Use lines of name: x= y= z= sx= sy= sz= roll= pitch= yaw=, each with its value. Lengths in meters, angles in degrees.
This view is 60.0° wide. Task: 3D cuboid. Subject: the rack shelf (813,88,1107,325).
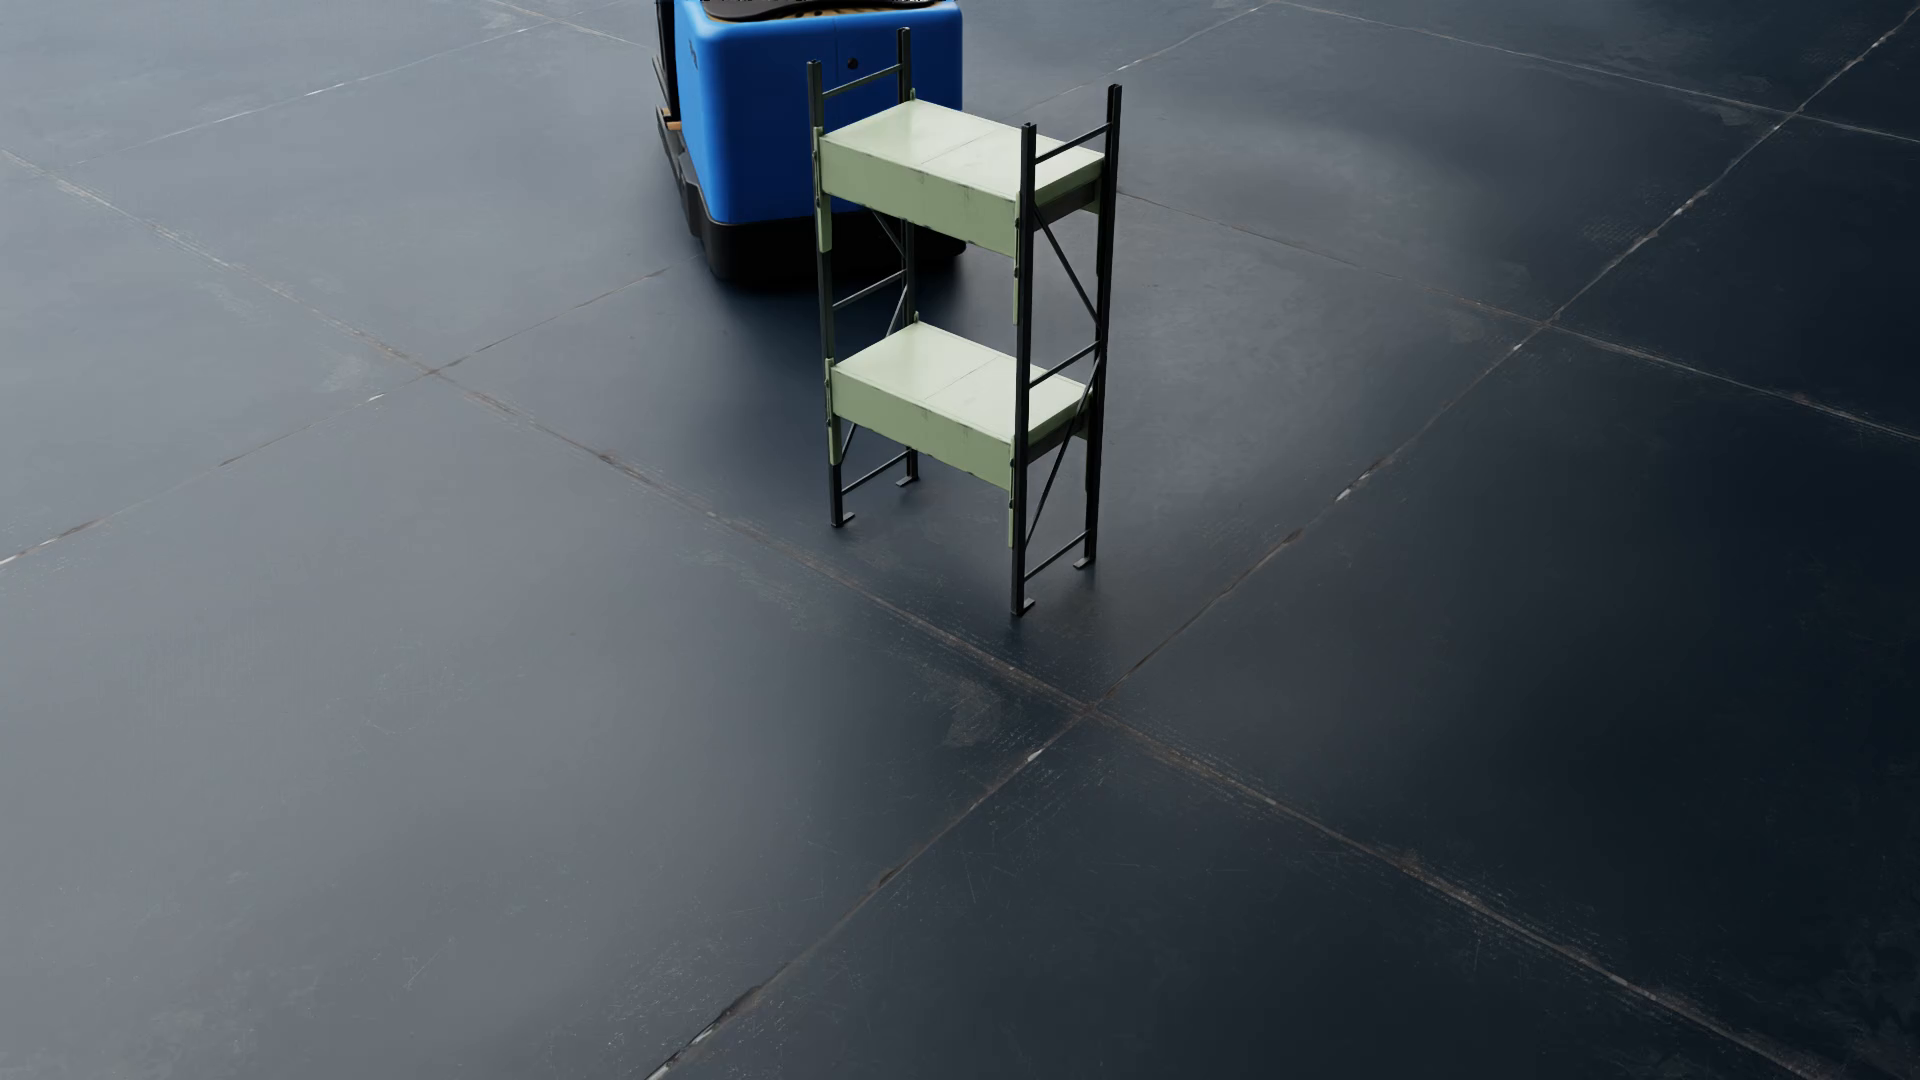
rack shelf: x=0.005 y=-0.938 z=4.601 sx=0.720 sy=0.370 sz=0.431 roll=25 pitch=42 yaw=32

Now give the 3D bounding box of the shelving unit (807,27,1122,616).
shelving unit: x=0.005 y=-0.616 z=4.822 sx=0.755 sy=1.500 sz=0.431 roll=25 pitch=42 yaw=32

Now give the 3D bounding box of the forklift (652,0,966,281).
forklift: x=-0.842 y=-3.071 z=7.133 sx=1.130 sy=2.935 sz=3.031 roll=-8 pitch=35 yaw=-12

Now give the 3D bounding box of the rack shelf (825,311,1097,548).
rack shelf: x=0.005 y=-0.347 z=5.006 sx=0.720 sy=0.370 sz=0.431 roll=25 pitch=42 yaw=32

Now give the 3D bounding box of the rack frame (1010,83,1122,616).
rack frame: x=0.286 y=-0.483 z=4.629 sx=0.023 sy=1.500 sz=0.400 roll=25 pitch=42 yaw=32

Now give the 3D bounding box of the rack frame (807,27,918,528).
rack frame: x=-0.276 y=-0.748 z=5.015 sx=0.023 sy=1.500 sz=0.400 roll=25 pitch=42 yaw=32
